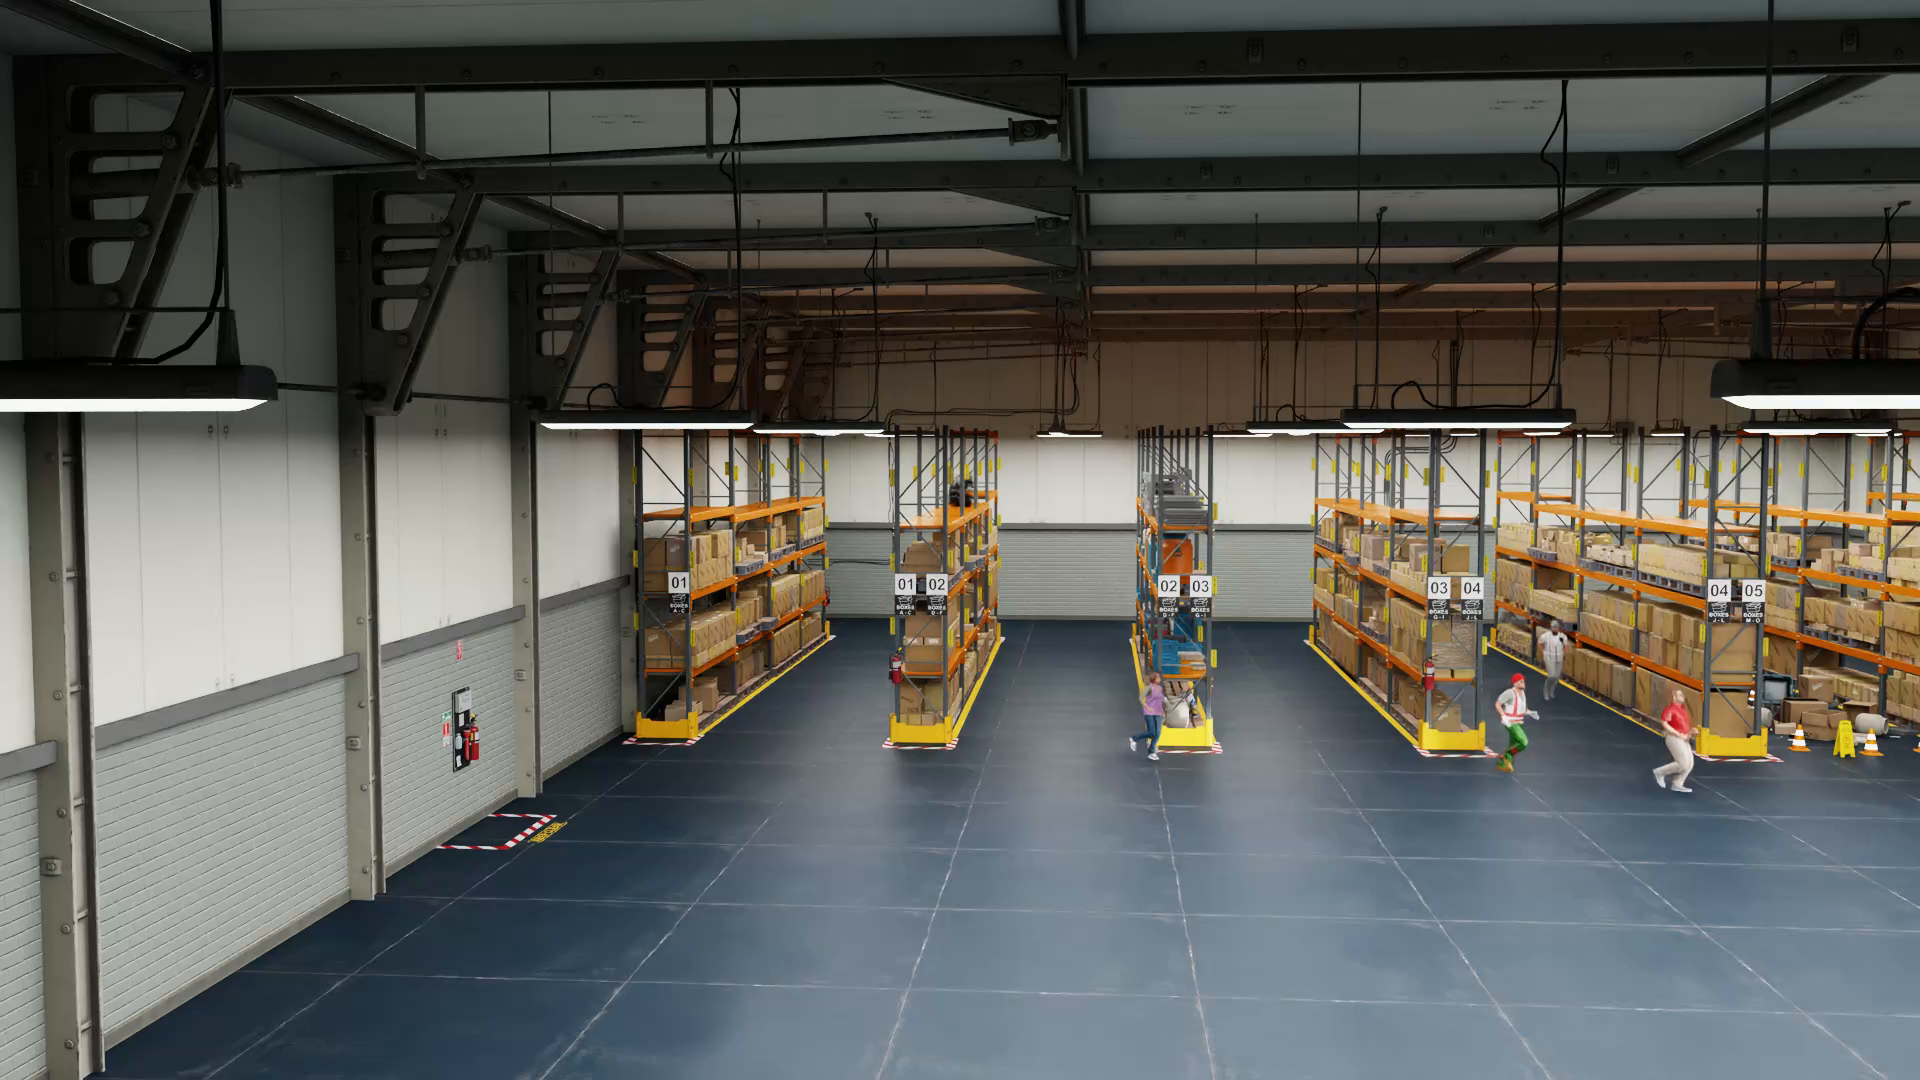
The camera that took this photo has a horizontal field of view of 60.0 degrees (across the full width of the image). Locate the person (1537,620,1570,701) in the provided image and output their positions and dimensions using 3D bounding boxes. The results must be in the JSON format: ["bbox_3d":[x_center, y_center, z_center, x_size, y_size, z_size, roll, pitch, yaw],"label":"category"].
[{"bbox_3d":[13.080,2.660,36.550,0.631,1.811,0.709,0,3,3],"label":"person"}]

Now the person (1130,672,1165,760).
[{"bbox_3d":[3.467,3.154,30.038,0.598,1.544,0.670,-3,5,-43],"label":"person"}]

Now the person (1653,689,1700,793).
[{"bbox_3d":[11.653,3.256,27.028,0.616,1.673,0.661,3,4,39],"label":"person"}]

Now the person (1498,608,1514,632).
[{"bbox_3d":[15.585,2.010,47.367,0.794,1.791,0.709,0,3,7],"label":"person"}]

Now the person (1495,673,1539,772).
[{"bbox_3d":[9.541,3.144,28.537,0.629,1.722,0.692,-3,5,-43],"label":"person"}]
